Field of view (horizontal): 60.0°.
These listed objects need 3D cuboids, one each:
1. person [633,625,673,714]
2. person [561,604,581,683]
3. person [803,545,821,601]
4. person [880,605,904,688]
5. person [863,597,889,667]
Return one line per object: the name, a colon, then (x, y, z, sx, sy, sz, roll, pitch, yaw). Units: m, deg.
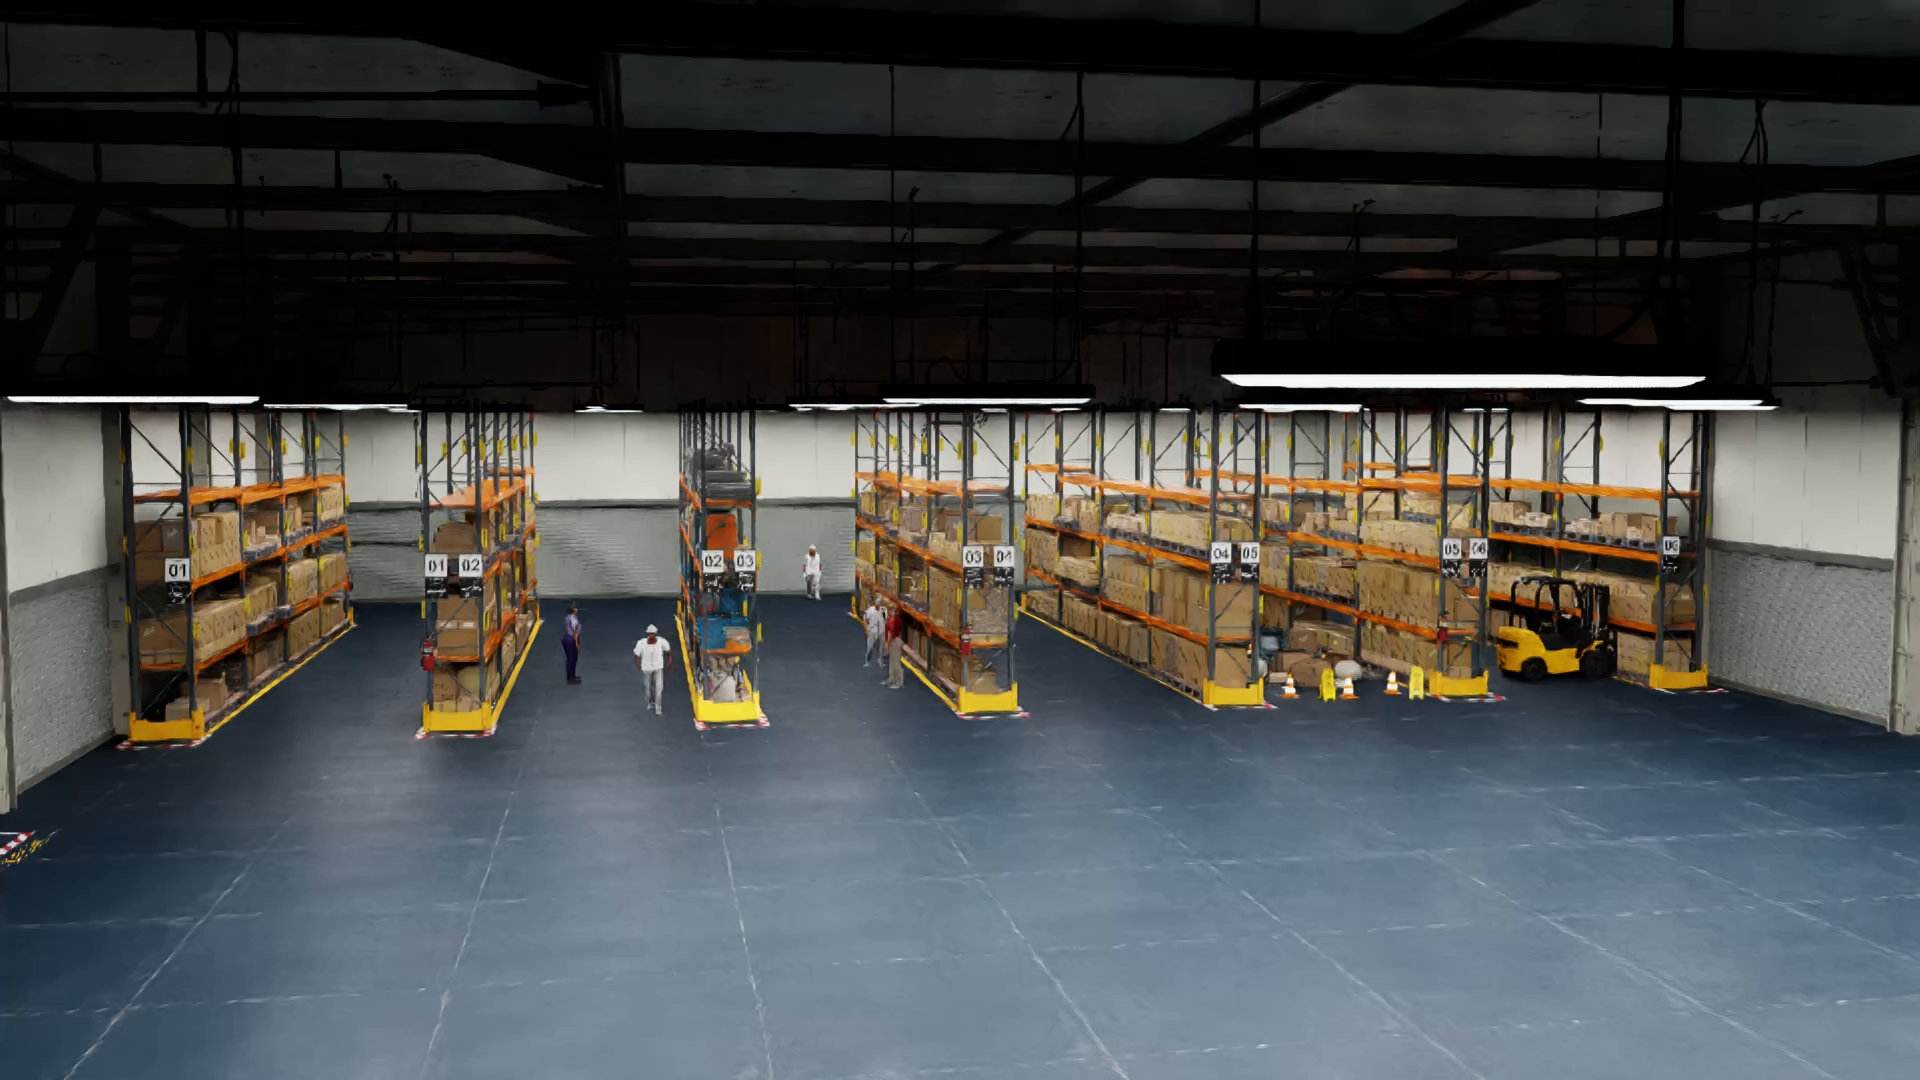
person: (-5.905, 2.460, 31.969, 0.734, 1.697, 0.856, 0, 4, -6)
person: (-8.267, 2.203, 35.593, 0.445, 1.657, 0.578, -3, 5, -37)
person: (-4.554, 0.991, 51.269, 0.566, 1.706, 1.122, -1, 4, -8)
person: (-1.425, 2.215, 34.906, 0.591, 1.719, 0.669, 1, 4, 13)
person: (-1.884, 2.083, 37.705, 0.625, 1.611, 0.582, -1, 4, -13)
